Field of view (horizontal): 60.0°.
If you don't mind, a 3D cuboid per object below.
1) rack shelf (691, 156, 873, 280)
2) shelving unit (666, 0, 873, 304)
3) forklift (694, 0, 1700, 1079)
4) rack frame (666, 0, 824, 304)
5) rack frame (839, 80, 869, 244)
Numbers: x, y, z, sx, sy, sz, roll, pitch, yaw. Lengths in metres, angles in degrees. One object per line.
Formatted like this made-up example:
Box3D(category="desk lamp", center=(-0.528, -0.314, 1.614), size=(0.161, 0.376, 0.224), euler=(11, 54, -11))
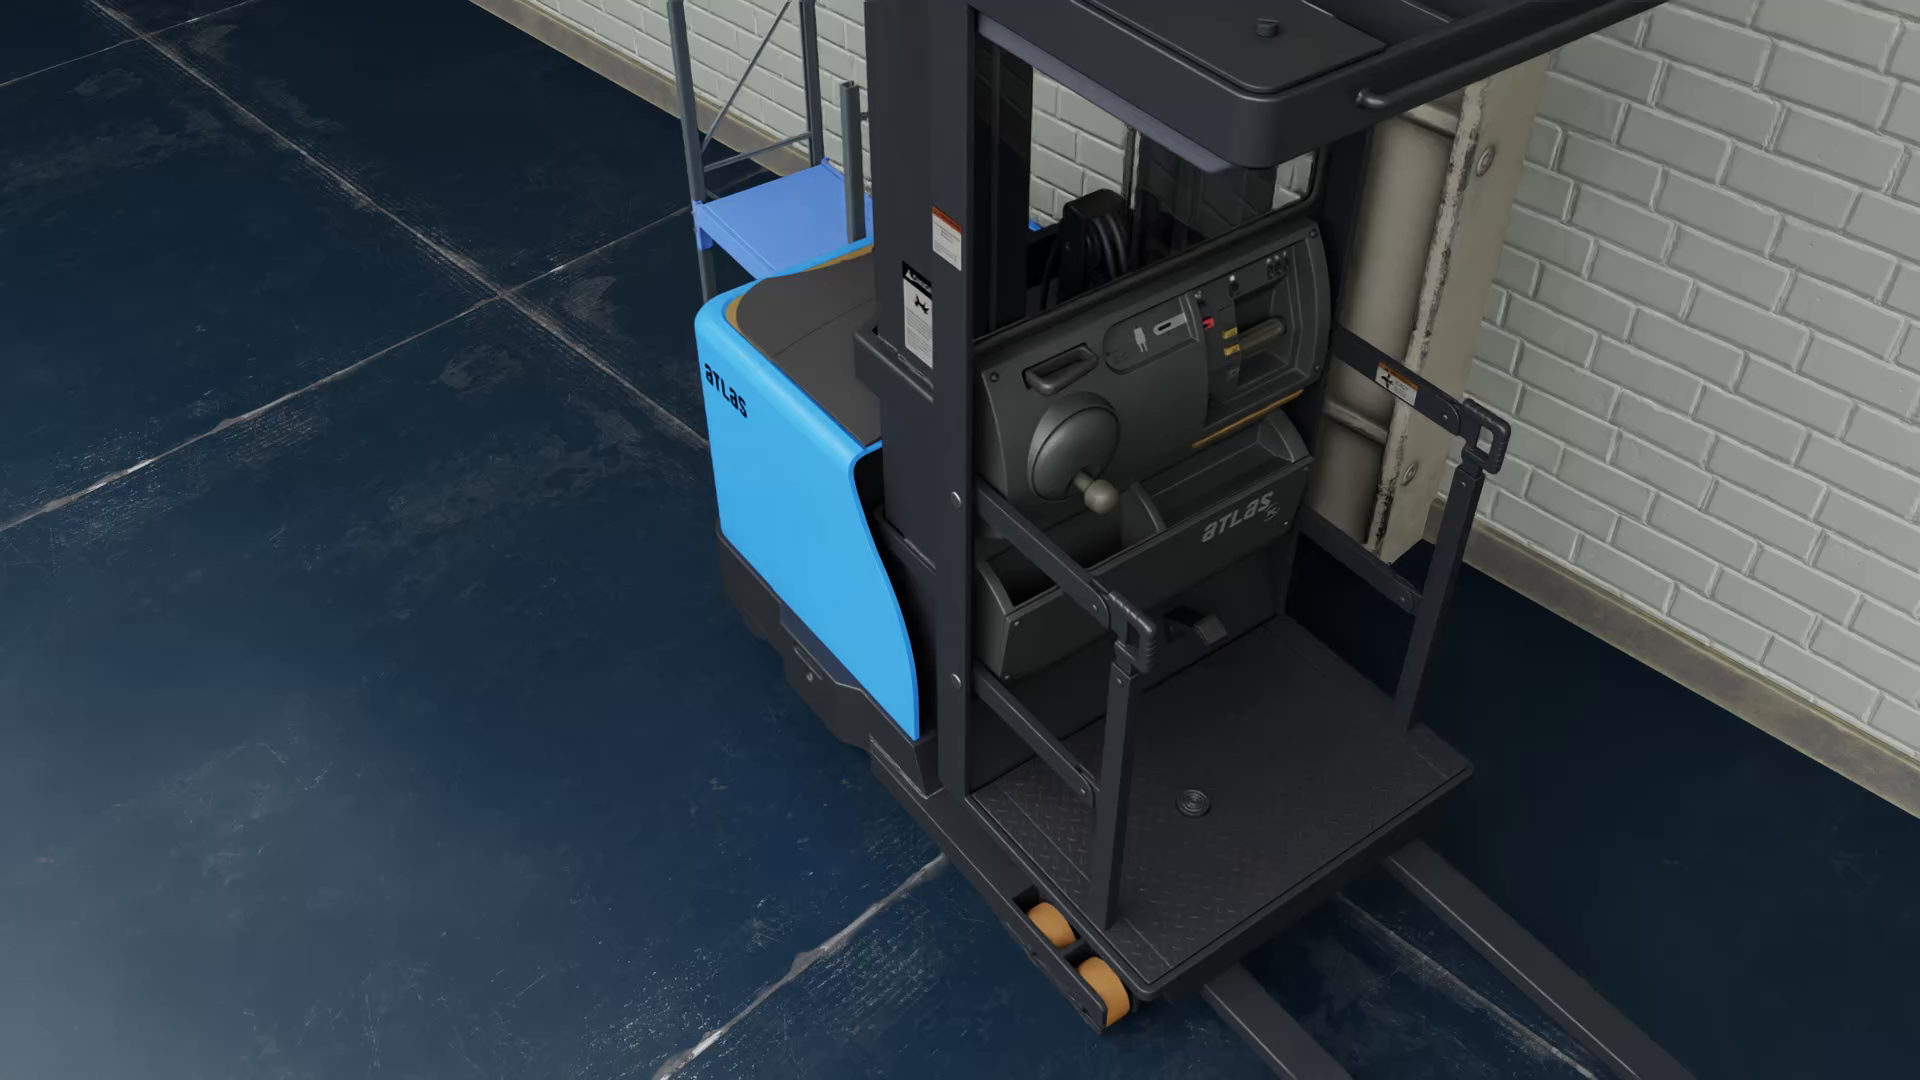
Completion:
Box3D(category="rack shelf", center=(-0.389, -0.873, 5.355), size=(0.538, 0.185, 1.000), euler=(-25, 48, -25))
Box3D(category="shelving unit", center=(-0.389, -1.005, 5.233), size=(0.538, 1.500, 1.048), euler=(-25, 48, -25))
Box3D(category="forklift", center=(0.564, -0.292, 3.407), size=(1.130, 2.935, 3.031), euler=(-26, 49, -26))
Box3D(category="rack frame", center=(-0.678, -1.289, 5.540), size=(0.500, 1.500, 0.032), euler=(-25, 48, -25))
Box3D(category="rack frame", center=(-0.100, -0.721, 4.925), size=(0.500, 1.500, 0.032), euler=(-25, 48, -25))
